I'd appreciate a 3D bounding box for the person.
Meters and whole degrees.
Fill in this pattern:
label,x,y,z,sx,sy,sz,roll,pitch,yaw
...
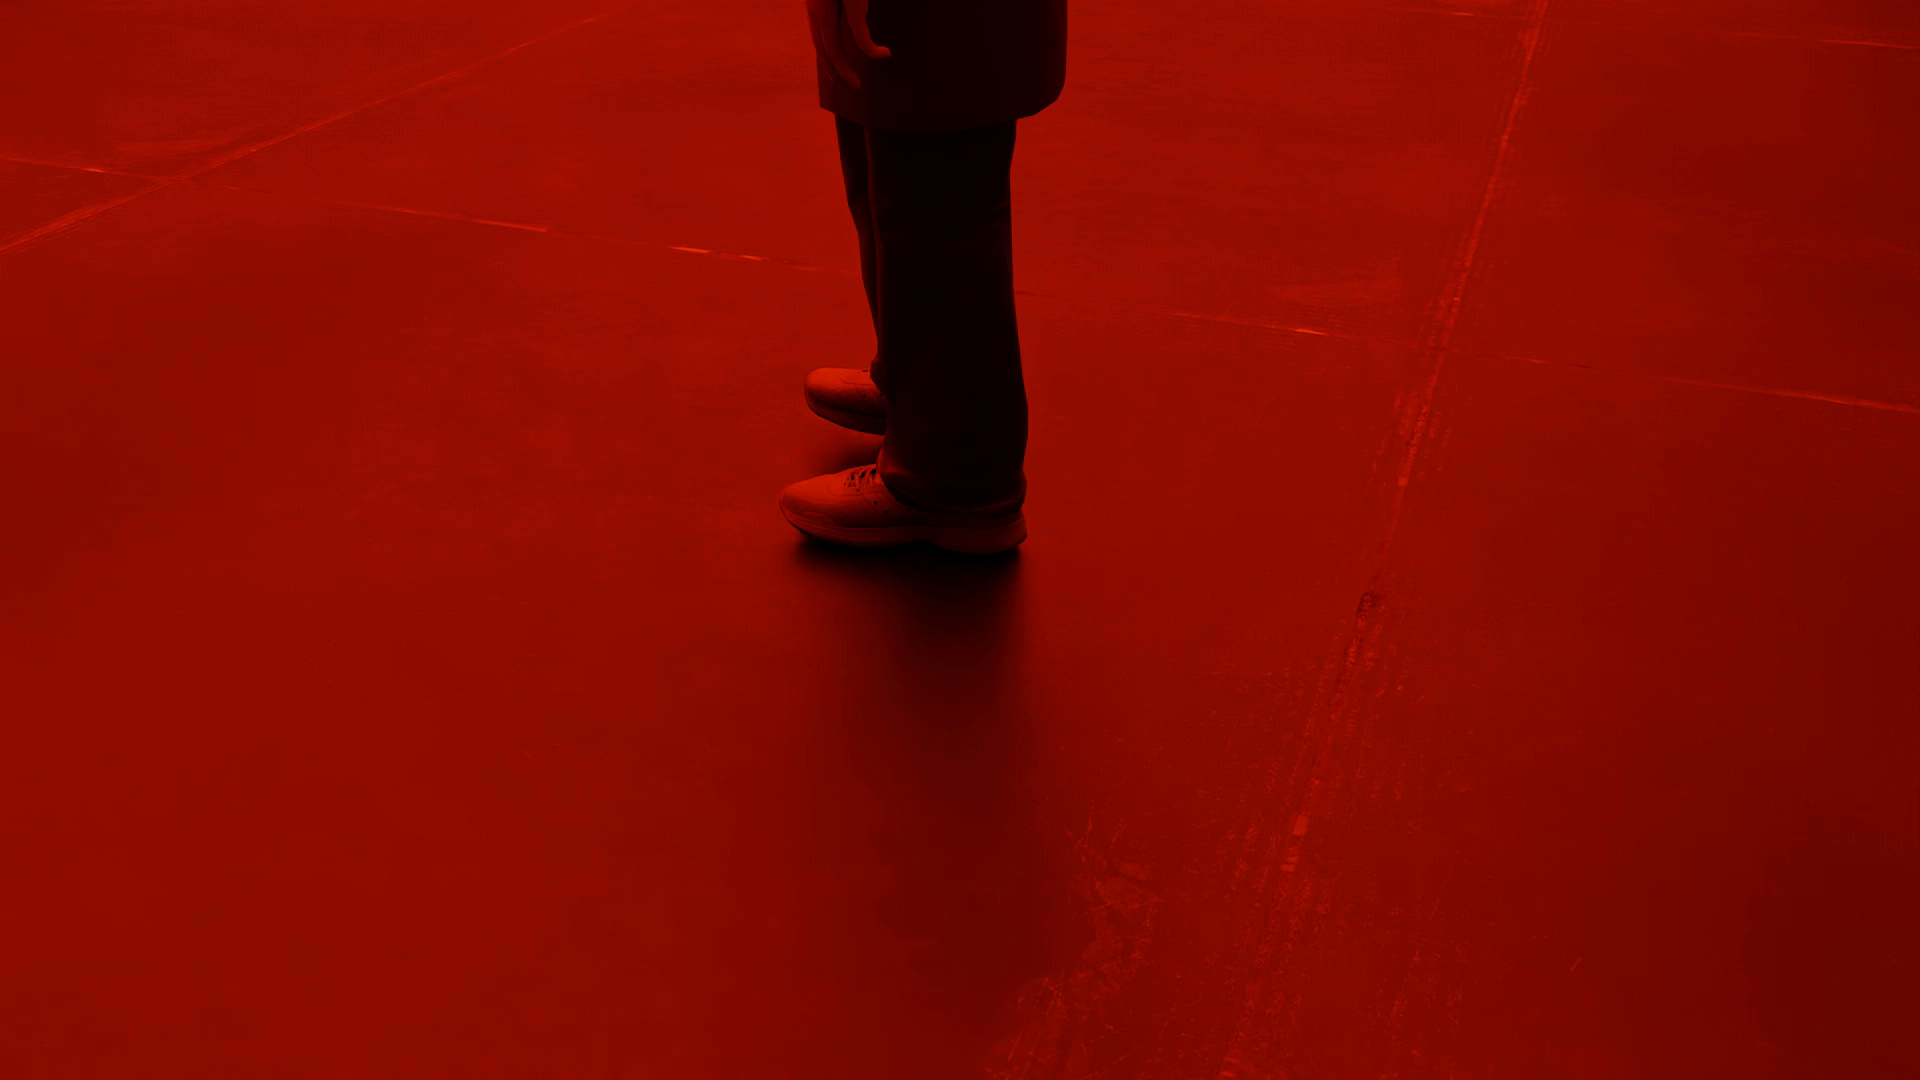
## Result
label,x,y,z,sx,sy,sz,roll,pitch,yaw
person,-0.082,-0.800,2.094,0.583,1.775,0.684,10,31,18
